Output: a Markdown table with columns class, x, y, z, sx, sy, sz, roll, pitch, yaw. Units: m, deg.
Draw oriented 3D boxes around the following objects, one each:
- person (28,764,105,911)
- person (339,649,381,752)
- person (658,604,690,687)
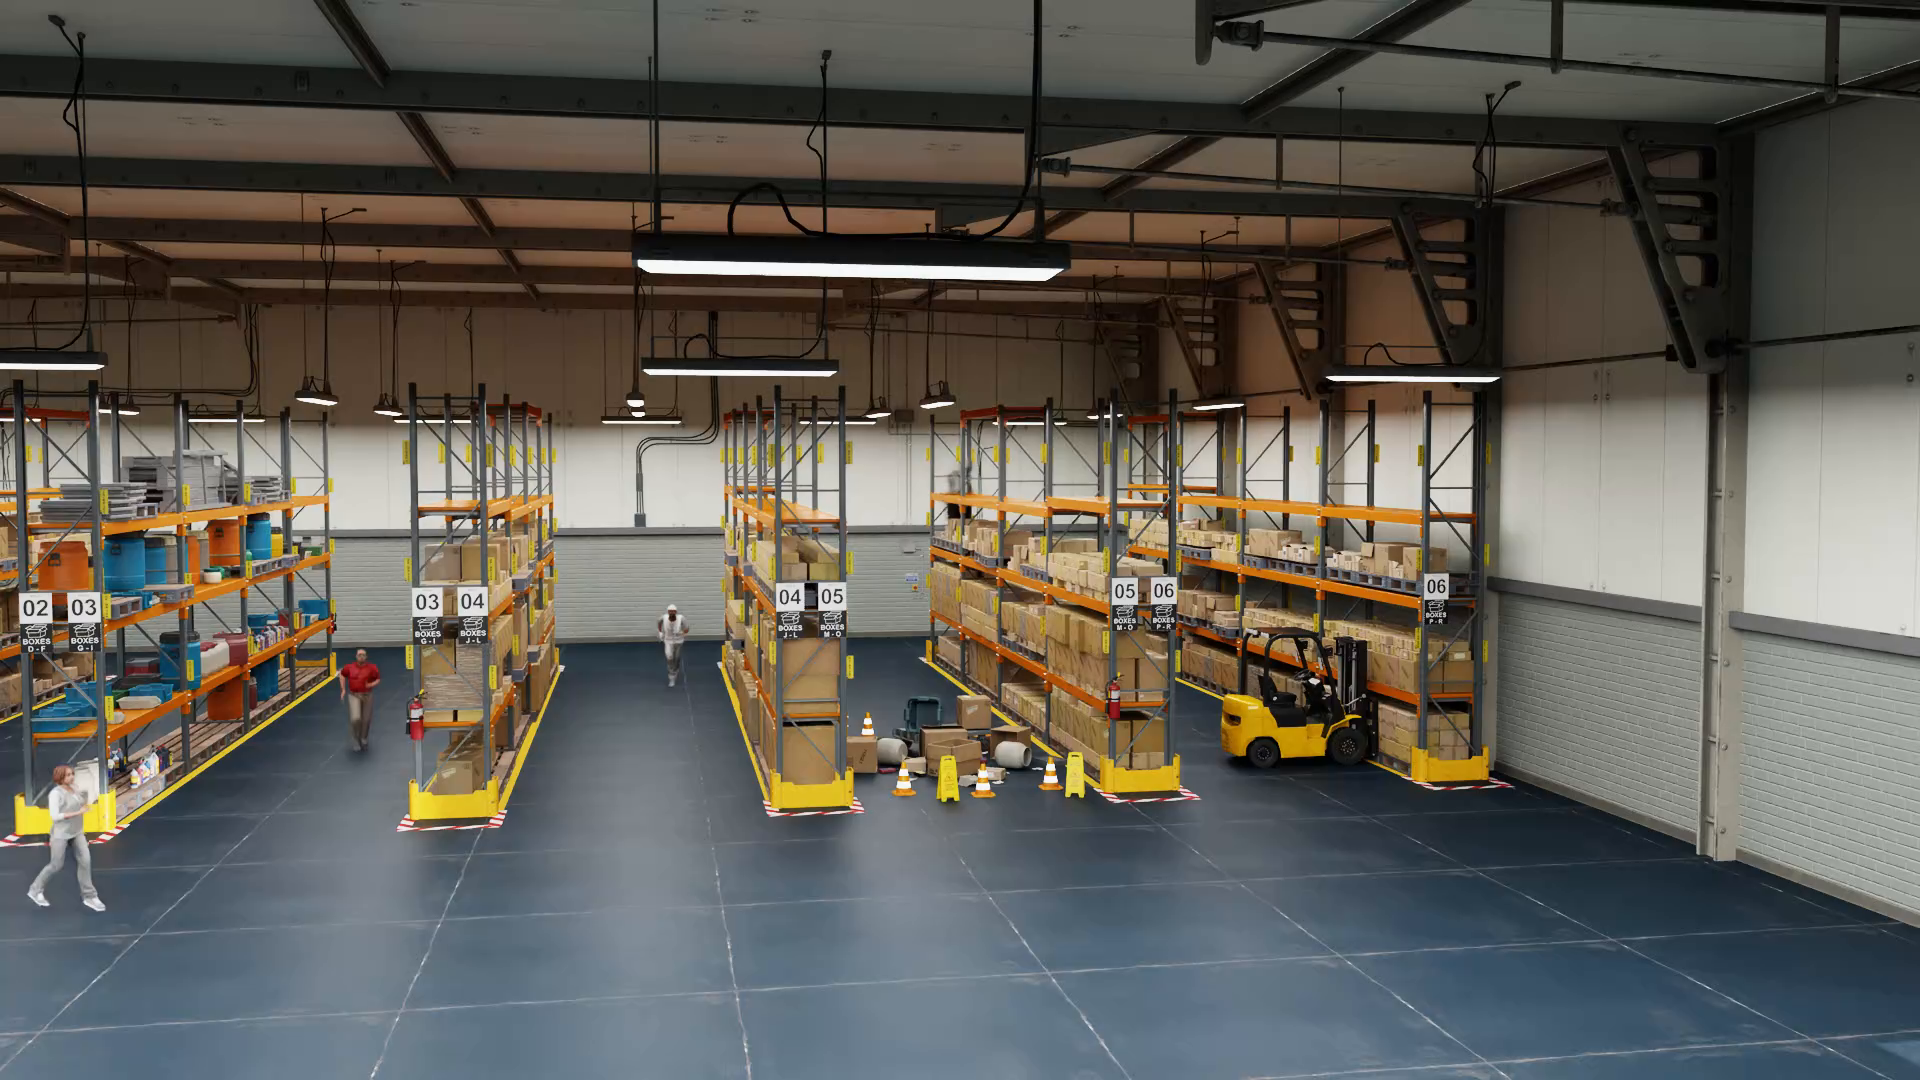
| class | x | y | z | sx | sy | sz | roll | pitch | yaw |
| --- | --- | --- | --- | --- | --- | --- | --- | --- | --- |
| person | -9.798 | 3.304 | 18.216 | 0.851 | 1.511 | 0.529 | 1 | 3 | 11 |
| person | -10.155 | 2.725 | 28.202 | 0.627 | 1.767 | 0.805 | -1 | 3 | -27 |
| person | -6.282 | 2.284 | 36.465 | 0.666 | 1.782 | 1.095 | -1 | 3 | -11 |
